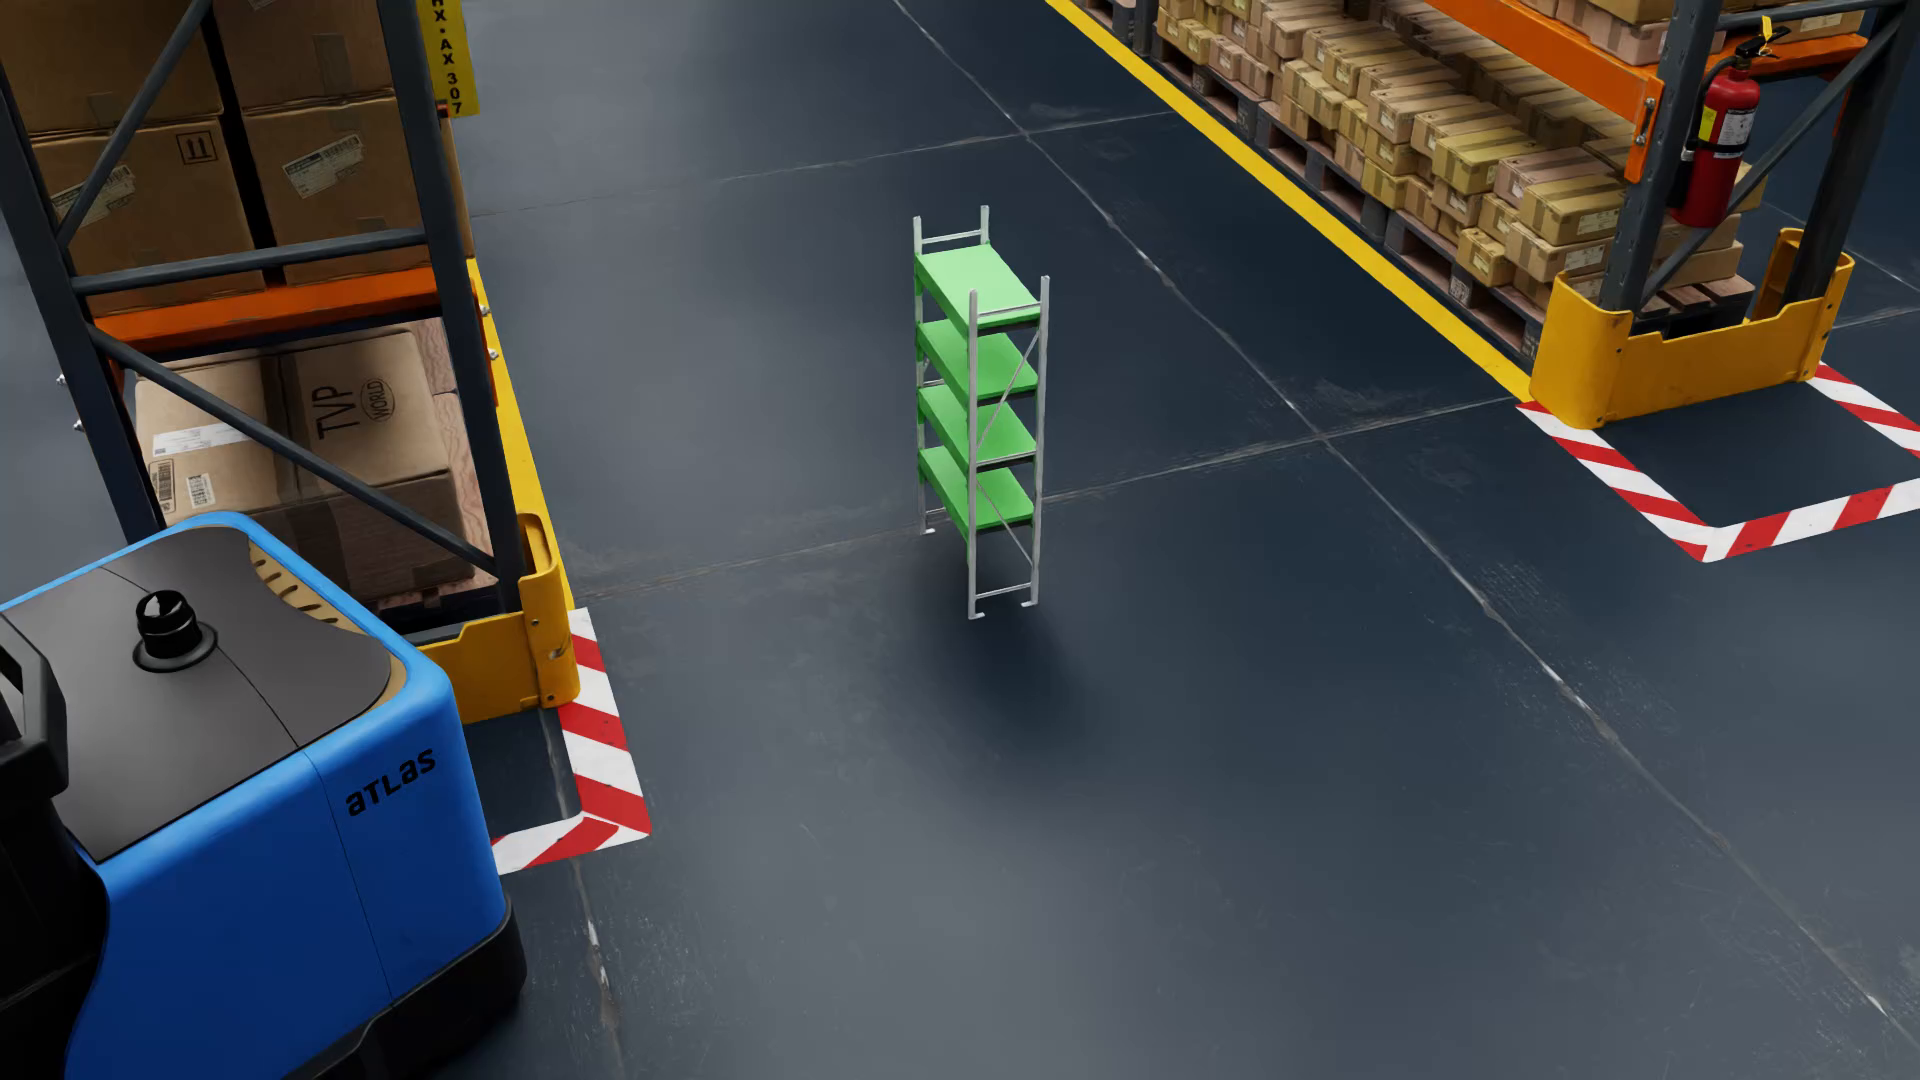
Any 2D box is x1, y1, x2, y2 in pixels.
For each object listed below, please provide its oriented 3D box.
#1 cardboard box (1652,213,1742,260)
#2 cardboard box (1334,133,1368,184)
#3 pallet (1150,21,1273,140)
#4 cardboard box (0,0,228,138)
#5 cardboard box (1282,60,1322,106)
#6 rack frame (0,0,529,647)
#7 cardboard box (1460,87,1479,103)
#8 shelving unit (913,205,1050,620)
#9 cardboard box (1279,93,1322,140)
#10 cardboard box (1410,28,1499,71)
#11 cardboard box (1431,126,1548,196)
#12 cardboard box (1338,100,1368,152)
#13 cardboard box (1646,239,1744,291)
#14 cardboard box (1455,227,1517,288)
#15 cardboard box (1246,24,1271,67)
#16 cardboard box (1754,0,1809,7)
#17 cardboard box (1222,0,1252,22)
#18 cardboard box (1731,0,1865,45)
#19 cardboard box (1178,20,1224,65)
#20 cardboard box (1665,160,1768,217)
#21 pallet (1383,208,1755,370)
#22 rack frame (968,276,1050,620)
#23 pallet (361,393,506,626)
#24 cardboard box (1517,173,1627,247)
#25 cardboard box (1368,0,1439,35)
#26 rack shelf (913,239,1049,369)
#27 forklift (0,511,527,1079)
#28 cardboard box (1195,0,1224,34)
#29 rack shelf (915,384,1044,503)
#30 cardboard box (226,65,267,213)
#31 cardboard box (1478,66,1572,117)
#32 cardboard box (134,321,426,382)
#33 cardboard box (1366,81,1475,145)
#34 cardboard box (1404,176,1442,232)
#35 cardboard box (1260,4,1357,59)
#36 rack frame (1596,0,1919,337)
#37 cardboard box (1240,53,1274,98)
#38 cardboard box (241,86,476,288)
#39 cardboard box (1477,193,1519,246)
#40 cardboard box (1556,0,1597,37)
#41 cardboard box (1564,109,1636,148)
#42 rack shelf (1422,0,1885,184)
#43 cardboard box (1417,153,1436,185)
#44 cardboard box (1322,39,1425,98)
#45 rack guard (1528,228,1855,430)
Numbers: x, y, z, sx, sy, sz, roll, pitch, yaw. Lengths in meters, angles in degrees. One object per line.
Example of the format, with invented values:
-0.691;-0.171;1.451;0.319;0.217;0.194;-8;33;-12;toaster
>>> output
2.905;-1.276;6.724;0.380;0.149;0.250;-11;38;-14;cardboard box
1.954;-1.780;7.641;0.380;0.149;0.250;-12;39;-15;cardboard box
1.732;-2.553;8.964;1.003;0.211;1.213;-12;39;-16;pallet
-2.159;-1.360;4.148;0.500;0.500;0.500;-11;38;-14;cardboard box
1.771;-2.192;7.940;0.380;0.149;0.250;-13;39;-16;cardboard box
-1.769;-0.697;4.183;1.000;3.000;0.127;-12;39;-16;rack frame
2.397;-2.005;7.692;0.380;0.149;0.250;-11;38;-14;cardboard box
0.057;-0.386;5.265;0.258;1.200;0.503;-12;39;-16;shelving unit
1.776;-2.071;8.027;0.380;0.149;0.250;-13;39;-17;cardboard box
2.335;-2.274;7.801;0.380;0.149;0.250;-12;39;-16;cardboard box
2.183;-1.566;6.862;0.380;0.149;0.250;-13;39;-17;cardboard box
1.953;-1.898;7.550;0.380;0.149;0.250;-11;38;-14;cardboard box
2.964;-1.170;6.831;0.380;0.149;0.250;-12;39;-15;cardboard box
2.283;-1.187;6.853;0.380;0.149;0.250;-11;38;-15;cardboard box
1.671;-2.508;8.360;0.380;0.149;0.250;-14;39;-18;cardboard box
2.949;-2.249;5.912;0.500;0.500;0.500;-11;38;-14;cardboard box
1.564;-2.767;8.457;0.380;0.149;0.250;-13;39;-17;cardboard box
3.040;-1.930;6.028;0.380;0.149;0.250;-13;39;-16;cardboard box
1.382;-2.645;8.789;0.380;0.149;0.250;-11;38;-15;cardboard box
2.983;-1.412;6.658;0.380;0.149;0.250;-14;39;-18;cardboard box
2.571;-1.175;7.134;1.003;0.211;1.213;-12;39;-16;pallet
0.141;-0.248;5.082;0.240;1.200;0.015;-12;39;-16;rack frame
-2.118;-0.019;5.600;1.003;0.211;1.213;-12;39;-16;pallet
2.424;-1.292;6.499;0.380;0.149;0.250;-12;39;-15;cardboard box
2.248;-2.586;8.217;0.380;0.149;0.250;-14;39;-18;cardboard box
0.057;-0.718;5.015;0.258;0.148;0.480;-12;39;-16;rack shelf
-2.453;0.439;2.731;1.130;2.935;3.031;29;46;33;forklift
1.463;-2.791;8.736;0.380;0.149;0.250;-12;39;-16;cardboard box
0.057;-0.335;5.303;0.258;0.148;0.480;-12;39;-16;rack shelf
-2.342;-1.242;4.822;0.500;0.500;0.500;-13;39;-17;cardboard box
2.559;-1.993;7.429;0.380;0.149;0.250;-11;38;-14;cardboard box
-2.413;-0.709;5.979;0.875;0.438;0.875;-11;38;-15;cardboard box
2.008;-1.866;7.260;0.380;0.149;0.250;-11;38;-14;cardboard box
2.176;-1.491;7.256;0.380;0.149;0.250;-12;39;-15;cardboard box
1.686;-2.464;8.054;0.380;0.149;0.250;-12;39;-15;cardboard box
2.844;-1.779;5.619;1.000;3.000;0.127;-12;39;-16;rack frame
1.651;-2.383;8.440;0.380;0.149;0.250;-13;39;-17;cardboard box
-1.665;-1.068;4.591;0.500;0.500;0.500;-13;39;-16;cardboard box
2.355;-1.325;6.789;0.380;0.149;0.250;-13;39;-17;cardboard box
2.416;-1.953;6.058;0.380;0.149;0.250;-13;39;-16;cardboard box
2.808;-1.712;7.055;0.380;0.149;0.250;-13;39;-16;cardboard box
2.156;-2.622;7.335;1.077;0.370;4.000;-12;39;-16;rack shelf
2.218;-1.632;7.197;0.380;0.149;0.250;-13;39;-16;cardboard box
1.905;-2.180;7.677;0.380;0.149;0.250;-12;39;-16;cardboard box
2.818;-0.824;6.428;1.175;0.500;0.348;-12;39;-16;rack guard
